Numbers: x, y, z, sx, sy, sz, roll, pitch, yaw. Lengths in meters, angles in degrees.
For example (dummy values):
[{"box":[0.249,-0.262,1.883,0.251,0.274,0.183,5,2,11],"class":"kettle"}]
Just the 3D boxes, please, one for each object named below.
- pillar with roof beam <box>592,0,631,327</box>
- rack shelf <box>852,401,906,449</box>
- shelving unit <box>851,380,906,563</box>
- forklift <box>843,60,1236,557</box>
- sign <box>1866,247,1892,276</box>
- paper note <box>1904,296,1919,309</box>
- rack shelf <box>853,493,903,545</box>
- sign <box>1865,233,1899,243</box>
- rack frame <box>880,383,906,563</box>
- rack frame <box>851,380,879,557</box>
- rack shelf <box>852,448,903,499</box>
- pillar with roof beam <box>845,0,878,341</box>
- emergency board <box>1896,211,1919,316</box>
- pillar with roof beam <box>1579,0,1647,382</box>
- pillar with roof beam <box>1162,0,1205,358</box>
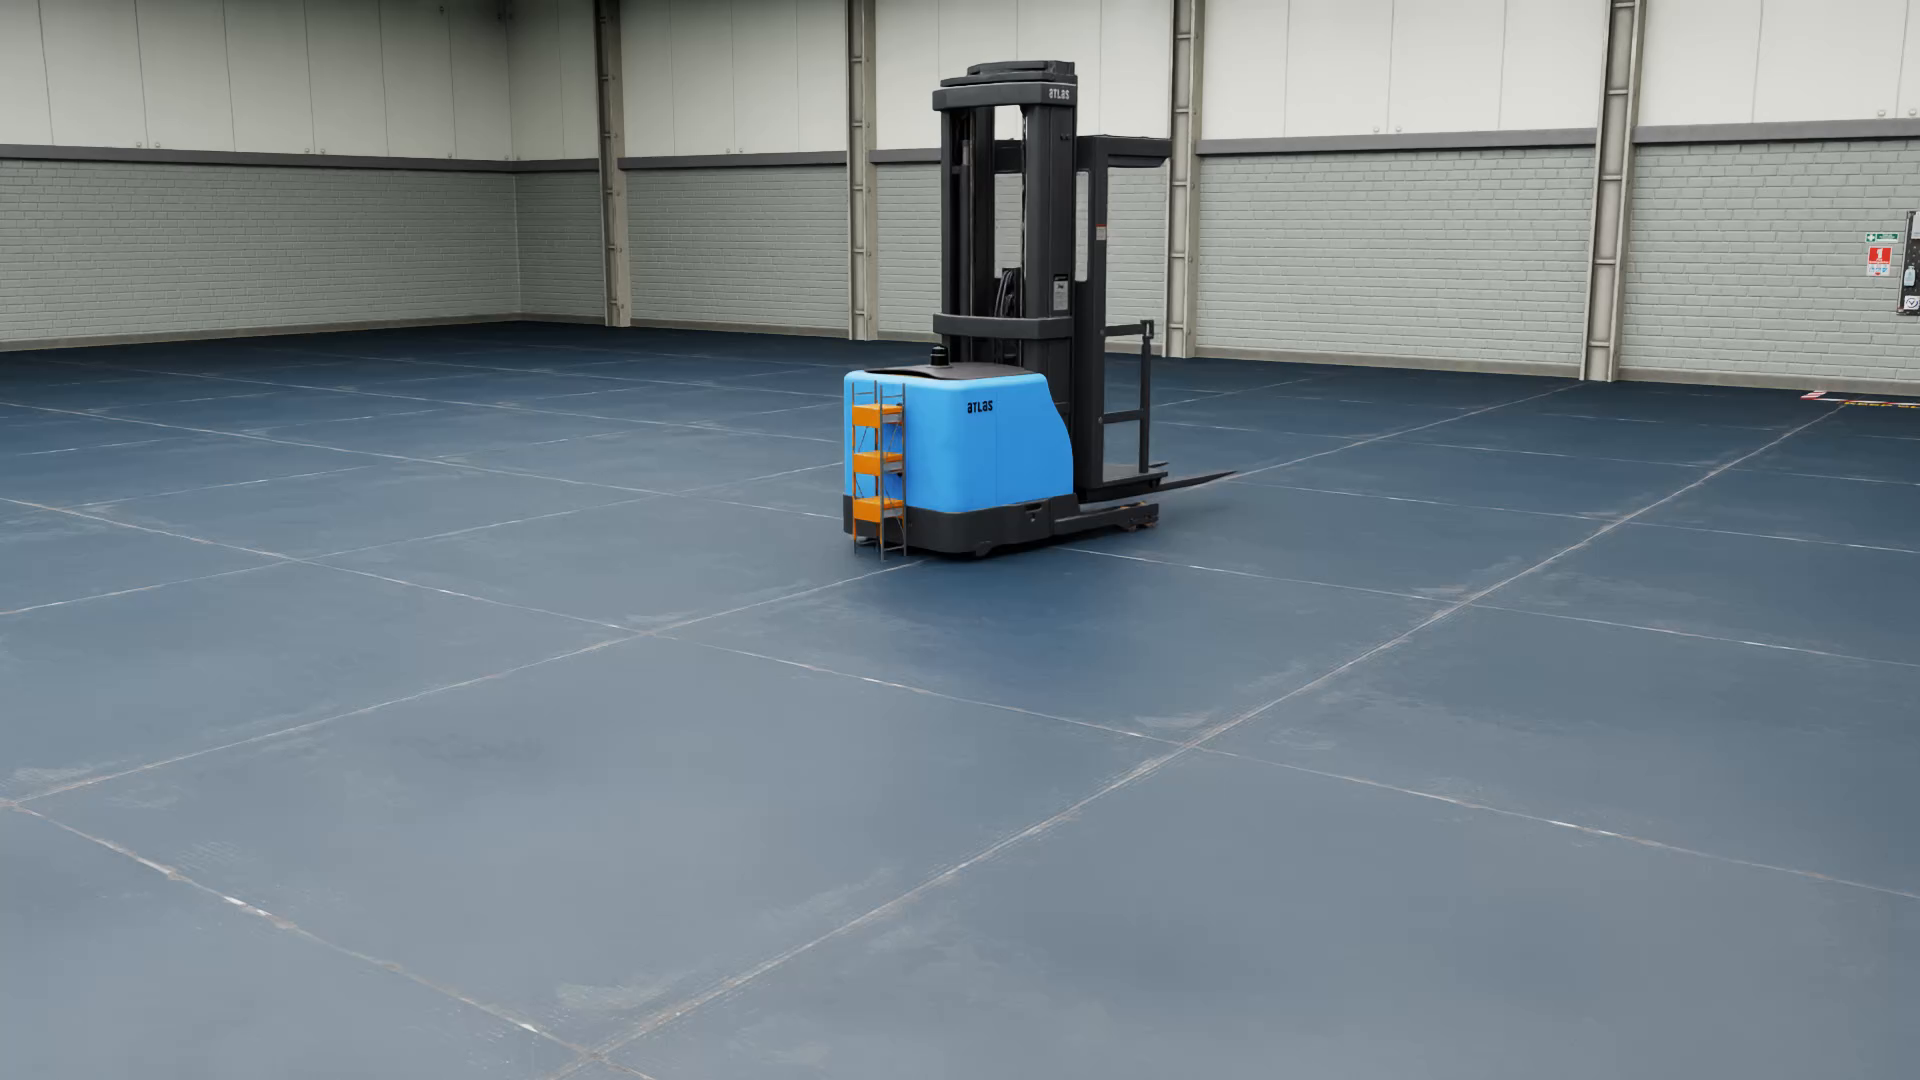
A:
[{"box":[-9.002,-7.802,27.165,0.400,9.000,9.100,8,13,36],"class":"pillar with roof beam"},{"box":[-0.481,-0.679,9.837,0.240,0.259,0.215,11,15,43],"class":"rack shelf"},{"box":[-0.481,-0.411,9.889,0.252,1.050,0.215,11,15,43],"class":"shelving unit"},{"box":[0.669,-1.555,10.851,3.031,2.935,1.130,-11,15,-44],"class":"forklift"},{"box":[10.537,-3.196,19.060,0.234,0.329,0.001,8,13,36],"class":"sign"},{"box":[10.819,-2.699,18.902,0.142,0.148,0.016,8,13,36],"class":"paper note"},{"box":[-0.481,-0.127,9.944,0.240,0.259,0.215,11,15,43],"class":"rack shelf"},{"box":[10.535,-3.455,19.000,0.331,0.109,0.001,8,13,36],"class":"sign"},{"box":[-0.394,-0.395,9.805,0.008,1.050,0.200,11,15,43],"class":"rack frame"},{"box":[-0.568,-0.427,9.973,0.008,1.050,0.200,11,15,43],"class":"rack frame"},{"box":[-0.481,-0.400,9.891,0.240,0.259,0.215,11,15,43],"class":"rack shelf"},{"box":[-4.166,-7.127,23.678,0.400,9.000,9.100,8,13,36],"class":"pillar with roof beam"},{"box":[10.925,-3.105,18.680,0.626,1.169,0.157,8,13,36],"class":"emergency board"},{"box":[5.506,-5.778,16.705,0.400,9.000,9.100,8,13,36],"class":"pillar with roof beam"},{"box":[0.670,-6.453,20.192,0.400,9.000,9.100,8,13,36],"class":"pillar with roof beam"}]
